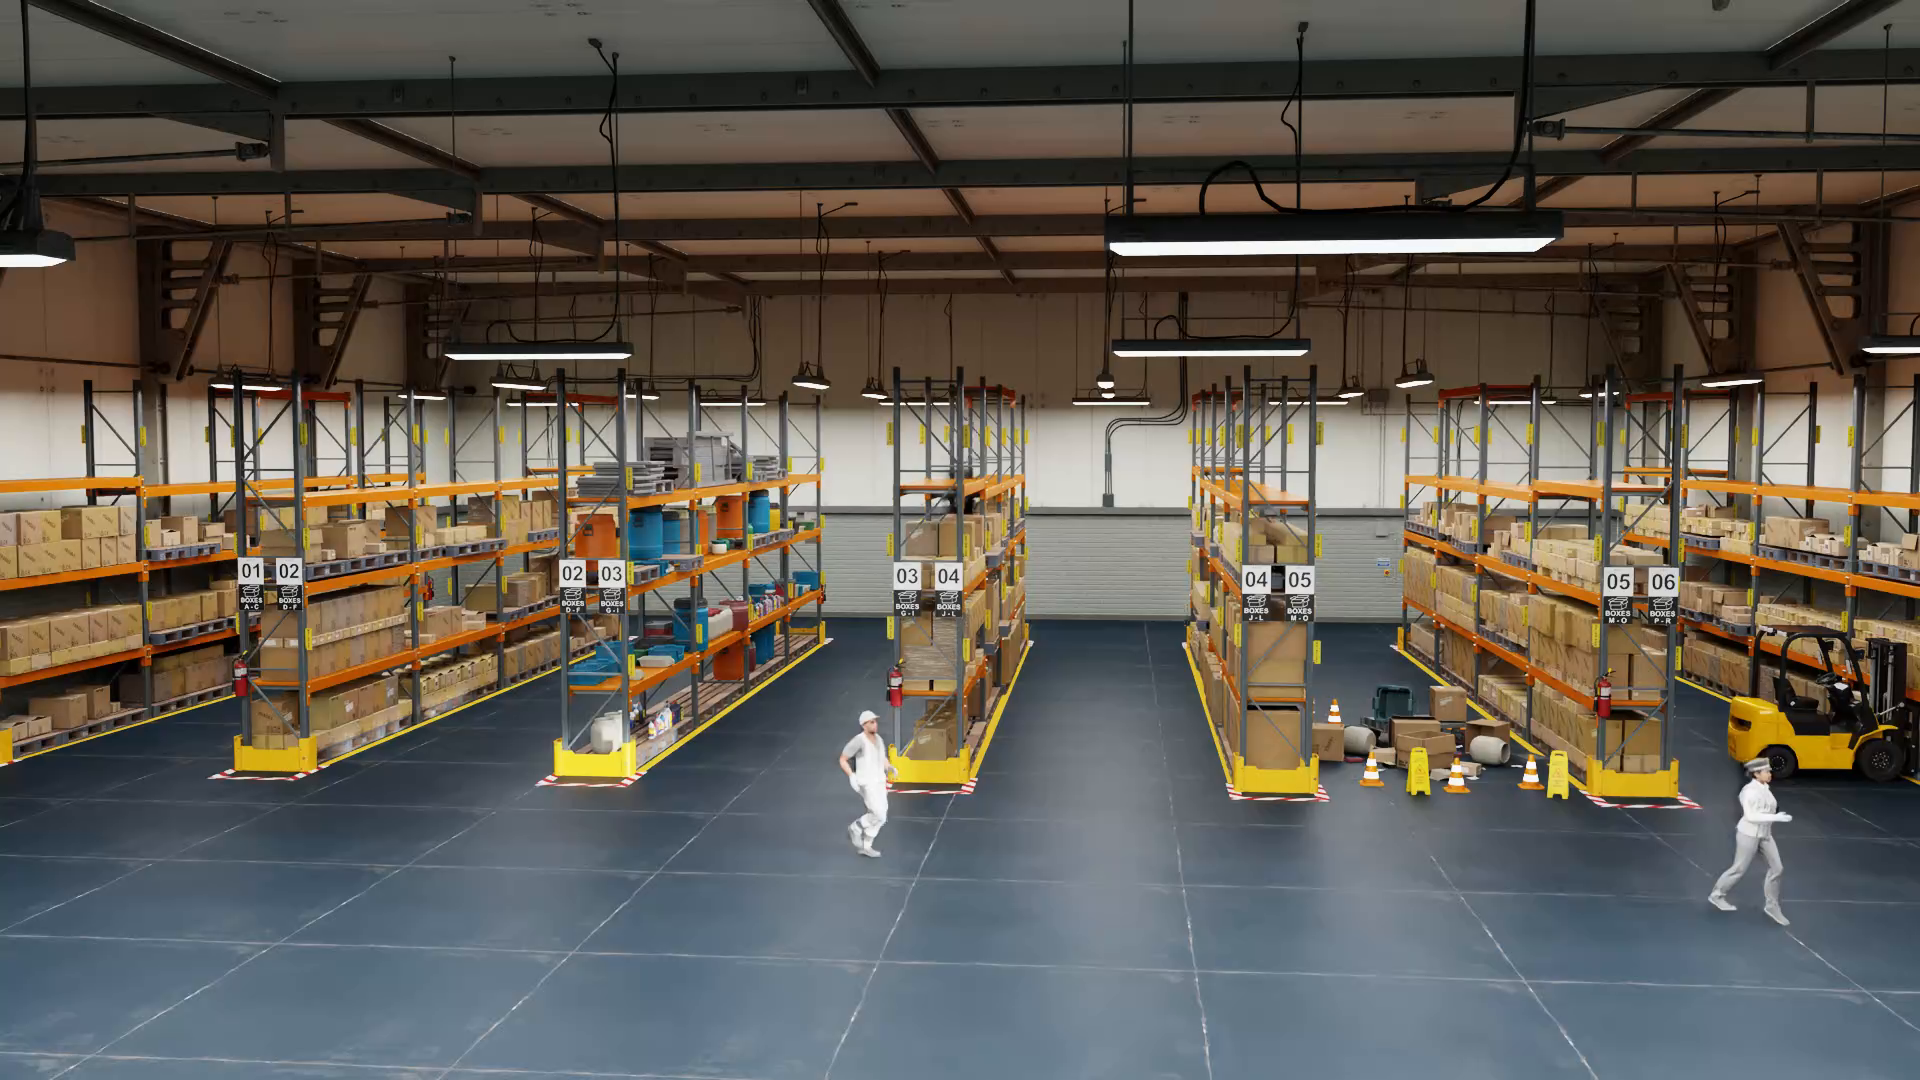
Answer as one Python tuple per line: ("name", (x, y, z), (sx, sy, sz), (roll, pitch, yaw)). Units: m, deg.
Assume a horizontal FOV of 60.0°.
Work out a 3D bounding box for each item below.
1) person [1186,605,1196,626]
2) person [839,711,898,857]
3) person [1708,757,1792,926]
("person", (5.721, 1.723, 40.417), (0.478, 1.548, 0.605), (0, 4, 0))
("person", (-1.034, 2.903, 19.785), (0.575, 1.737, 0.666), (3, 4, 35))
("person", (8.202, 3.089, 17.199), (0.557, 1.737, 0.816), (-3, 5, -42))
